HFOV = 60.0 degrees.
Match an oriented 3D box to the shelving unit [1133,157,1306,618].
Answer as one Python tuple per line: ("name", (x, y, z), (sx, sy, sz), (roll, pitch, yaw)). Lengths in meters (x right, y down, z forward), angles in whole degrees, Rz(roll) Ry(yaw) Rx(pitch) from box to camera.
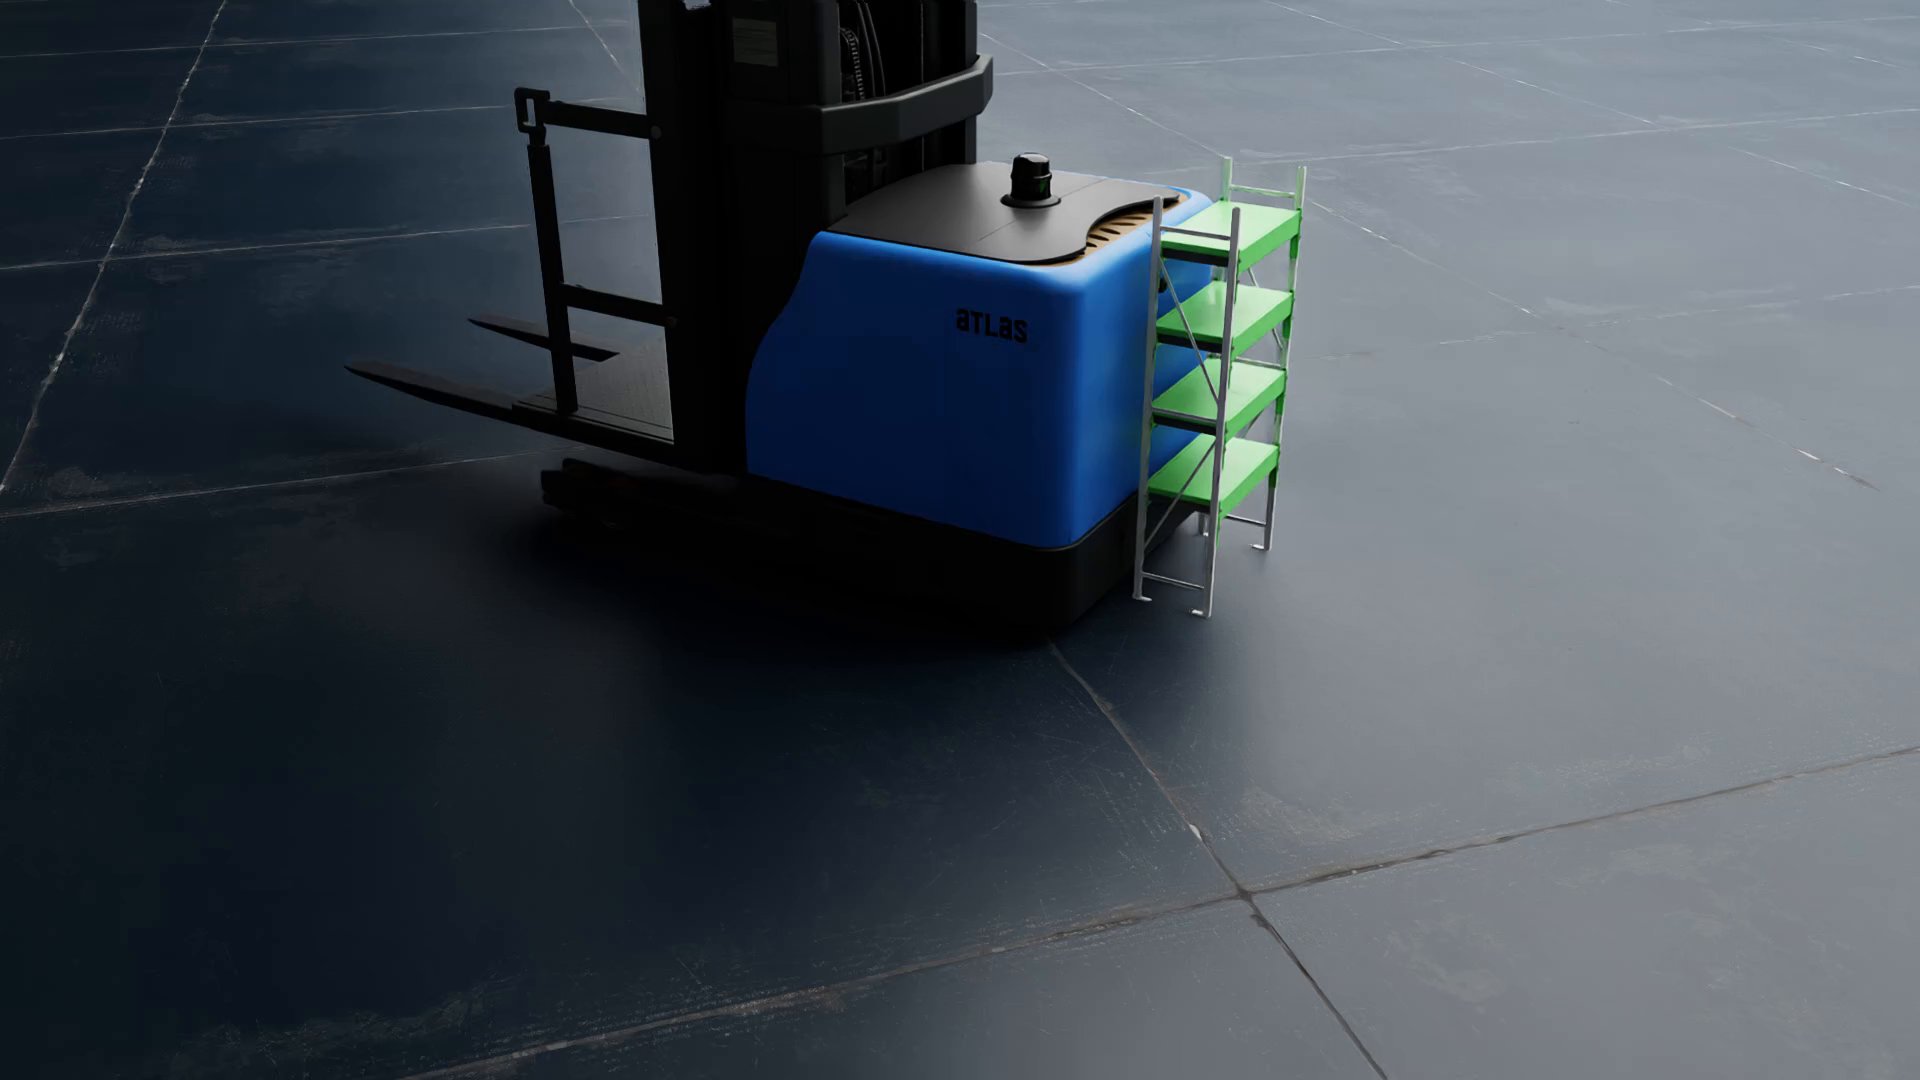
("shelving unit", (0.740, -0.435, 4.777), (0.258, 1.200, 0.503), (14, 30, 27))

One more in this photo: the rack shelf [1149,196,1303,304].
("rack shelf", (0.740, -0.808, 4.592), (0.258, 0.148, 0.480), (14, 30, 27))

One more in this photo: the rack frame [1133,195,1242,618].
("rack frame", (0.617, -0.341, 4.588), (0.240, 1.200, 0.015), (14, 30, 27))

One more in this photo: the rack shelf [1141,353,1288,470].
("rack shelf", (0.740, -0.378, 4.806), (0.258, 0.148, 0.480), (14, 30, 27))

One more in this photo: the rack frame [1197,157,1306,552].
("rack frame", (0.862, -0.529, 4.967), (0.240, 1.200, 0.015), (14, 30, 27))

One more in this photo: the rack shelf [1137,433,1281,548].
("rack shelf", (0.740, -0.163, 4.913), (0.258, 0.148, 0.480), (14, 30, 27))

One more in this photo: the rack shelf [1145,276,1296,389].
("rack shelf", (0.740, -0.593, 4.699), (0.258, 0.148, 0.480), (14, 30, 27))

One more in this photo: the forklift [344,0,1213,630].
("forklift", (-0.762, -1.531, 5.037), (3.031, 2.935, 1.130), (15, 30, 27))
